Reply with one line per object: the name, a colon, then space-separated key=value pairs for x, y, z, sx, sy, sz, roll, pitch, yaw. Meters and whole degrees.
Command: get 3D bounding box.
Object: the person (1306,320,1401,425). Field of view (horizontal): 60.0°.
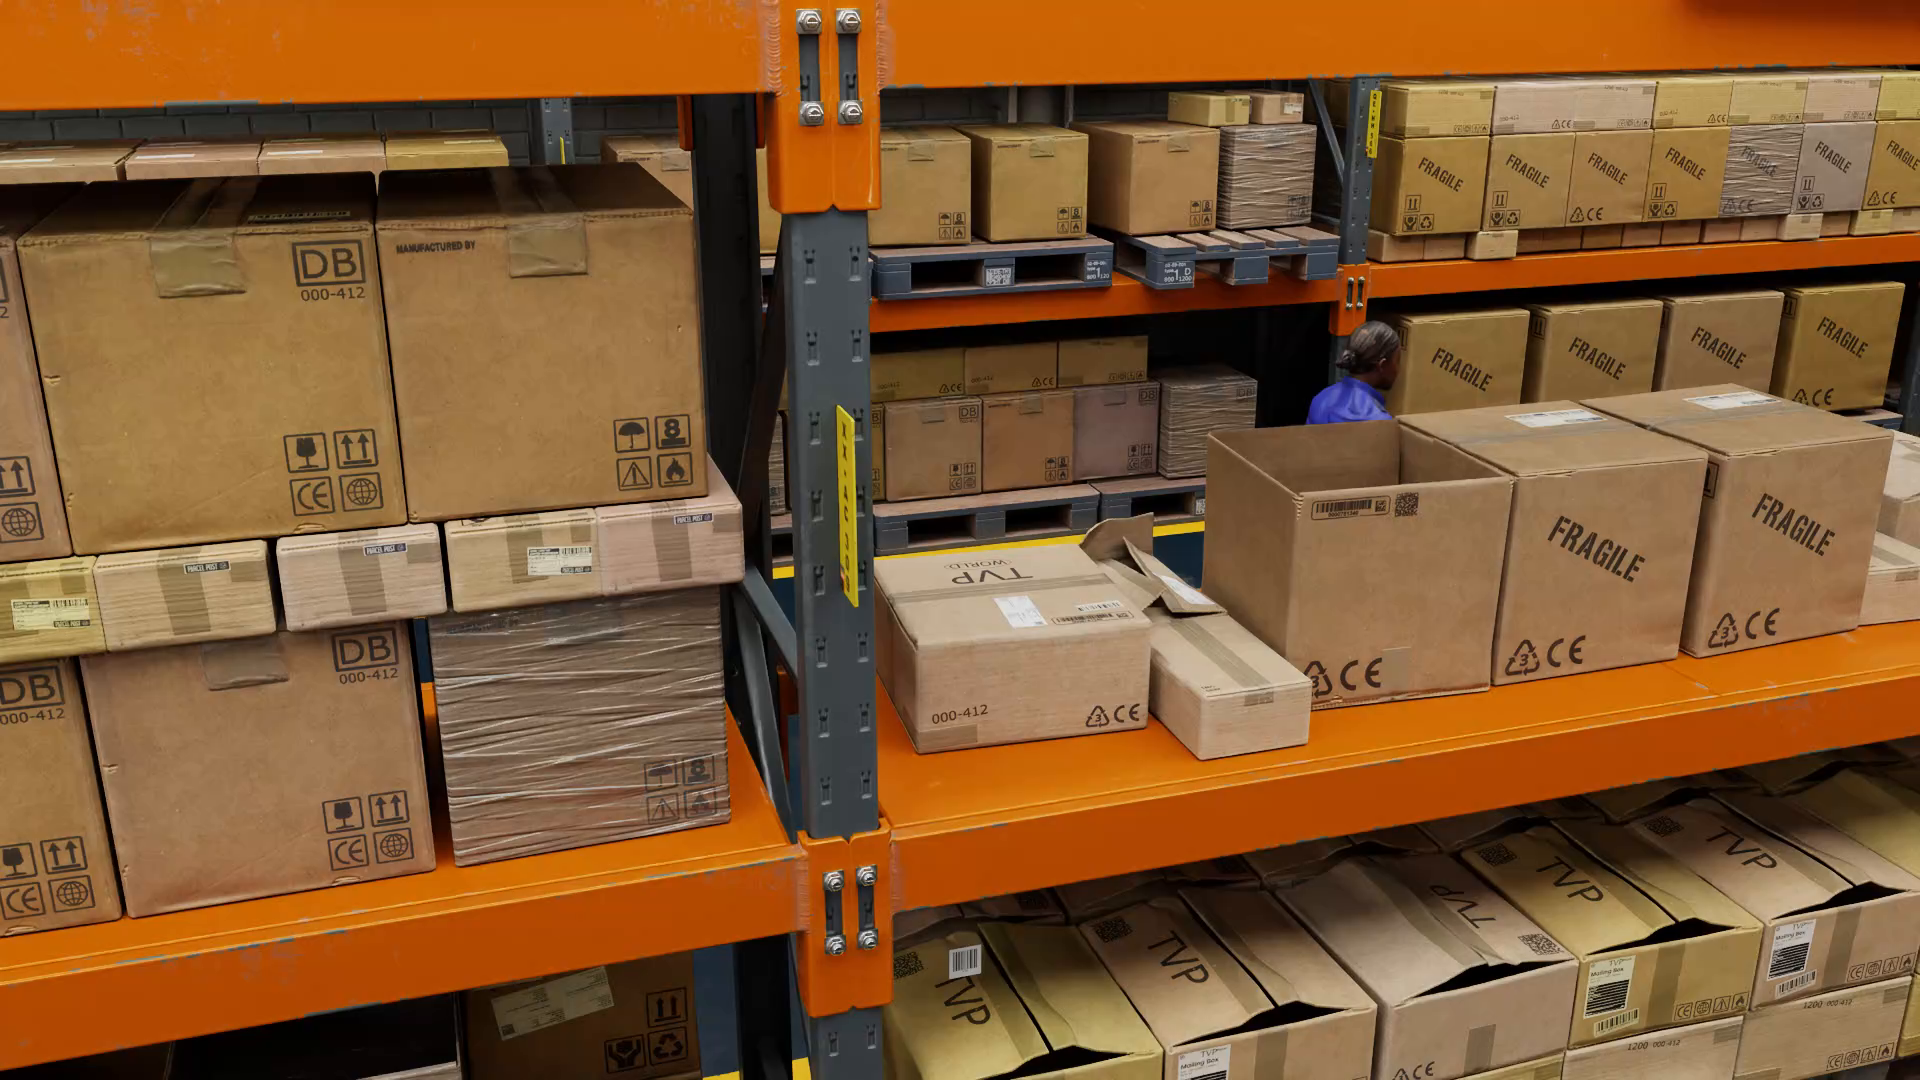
person: x=1.401 y=0.037 z=5.970 sx=0.391 sy=1.655 sz=0.509 roll=-6 pitch=20 yaw=-17
